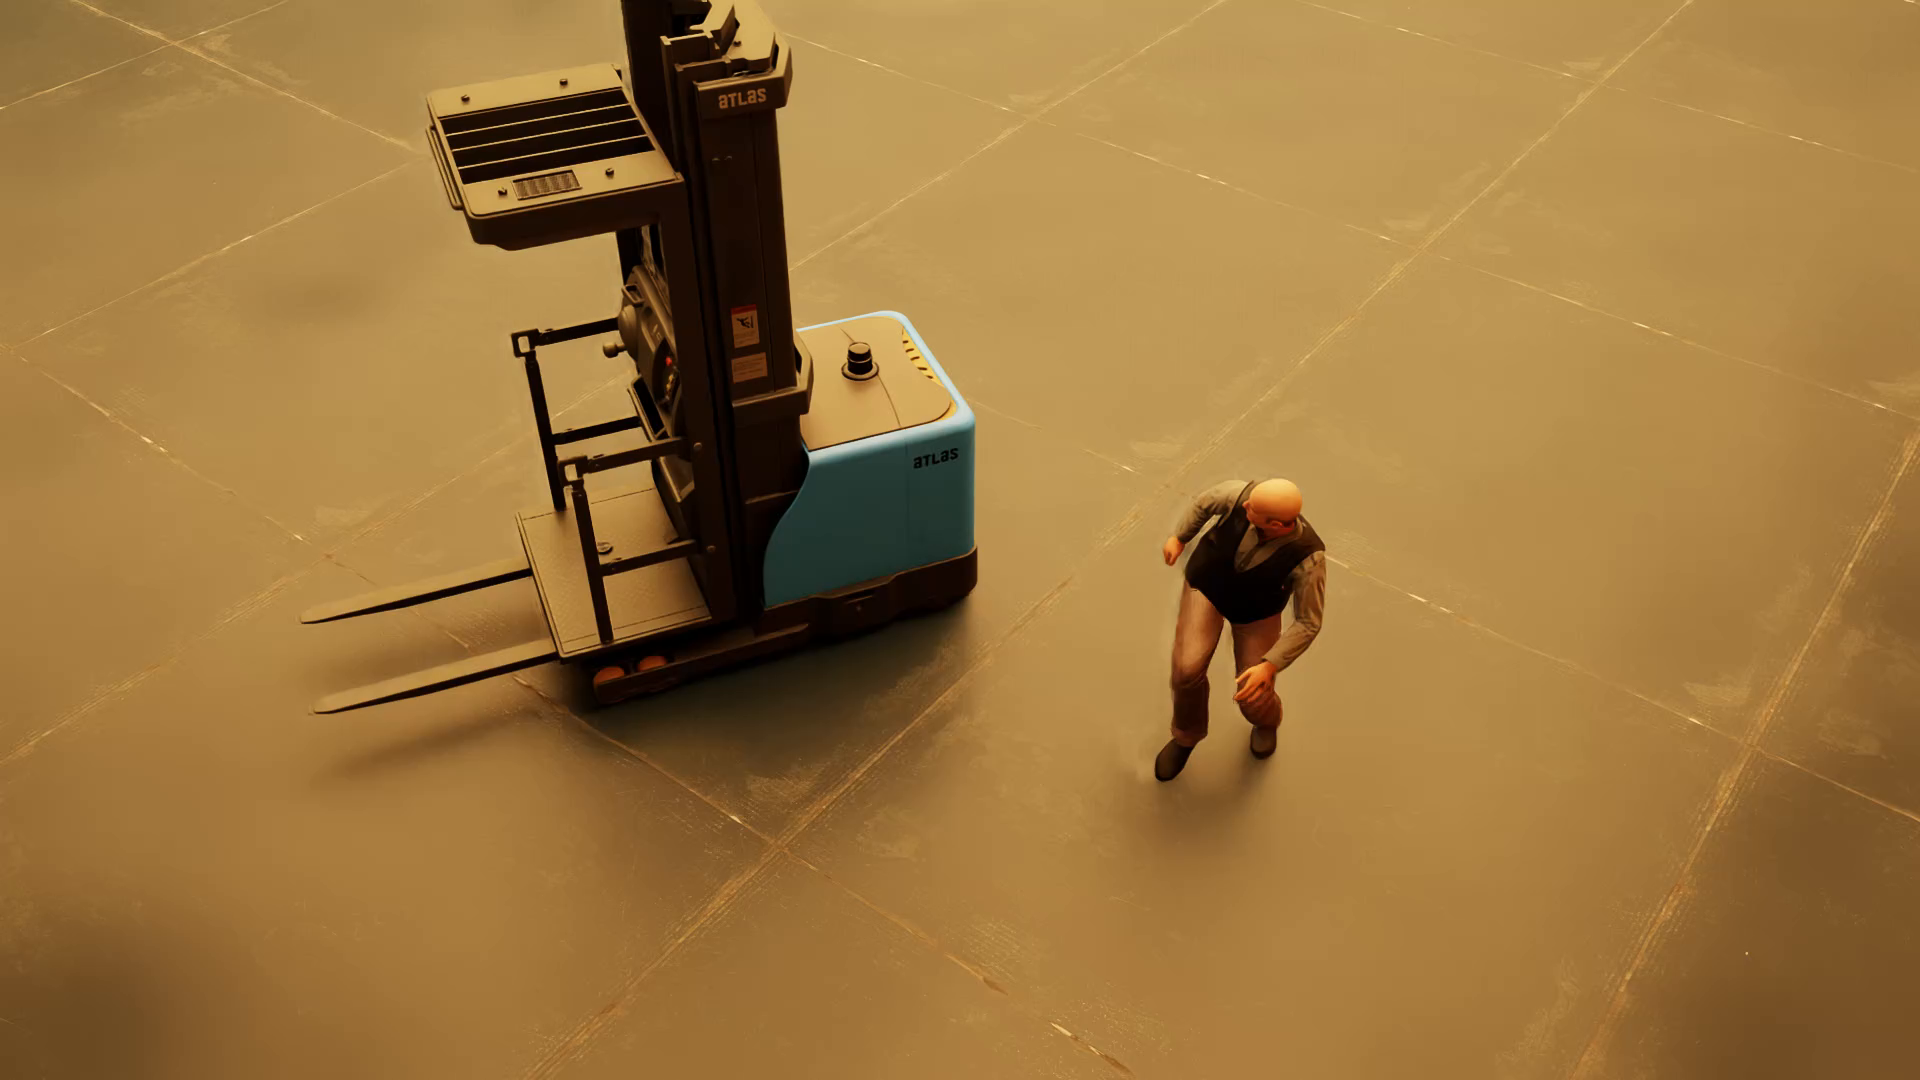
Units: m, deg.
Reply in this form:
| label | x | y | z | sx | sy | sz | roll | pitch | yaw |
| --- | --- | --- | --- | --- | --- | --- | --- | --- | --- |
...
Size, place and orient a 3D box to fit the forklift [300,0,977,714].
| label | x | y | z | sx | sy | sz | roll | pitch | yaw |
| --- | --- | --- | --- | --- | --- | --- | --- | --- | --- |
| forklift | -1.486 | -0.773 | 6.980 | 3.031 | 2.935 | 1.130 | -15 | 43 | -17 |

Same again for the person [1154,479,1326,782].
| label | x | y | z | sx | sy | sz | roll | pitch | yaw |
| --- | --- | --- | --- | --- | --- | --- | --- | --- | --- |
| person | 1.104 | 0.318 | 6.822 | 0.750 | 1.516 | 0.723 | 15 | 43 | 17 |
